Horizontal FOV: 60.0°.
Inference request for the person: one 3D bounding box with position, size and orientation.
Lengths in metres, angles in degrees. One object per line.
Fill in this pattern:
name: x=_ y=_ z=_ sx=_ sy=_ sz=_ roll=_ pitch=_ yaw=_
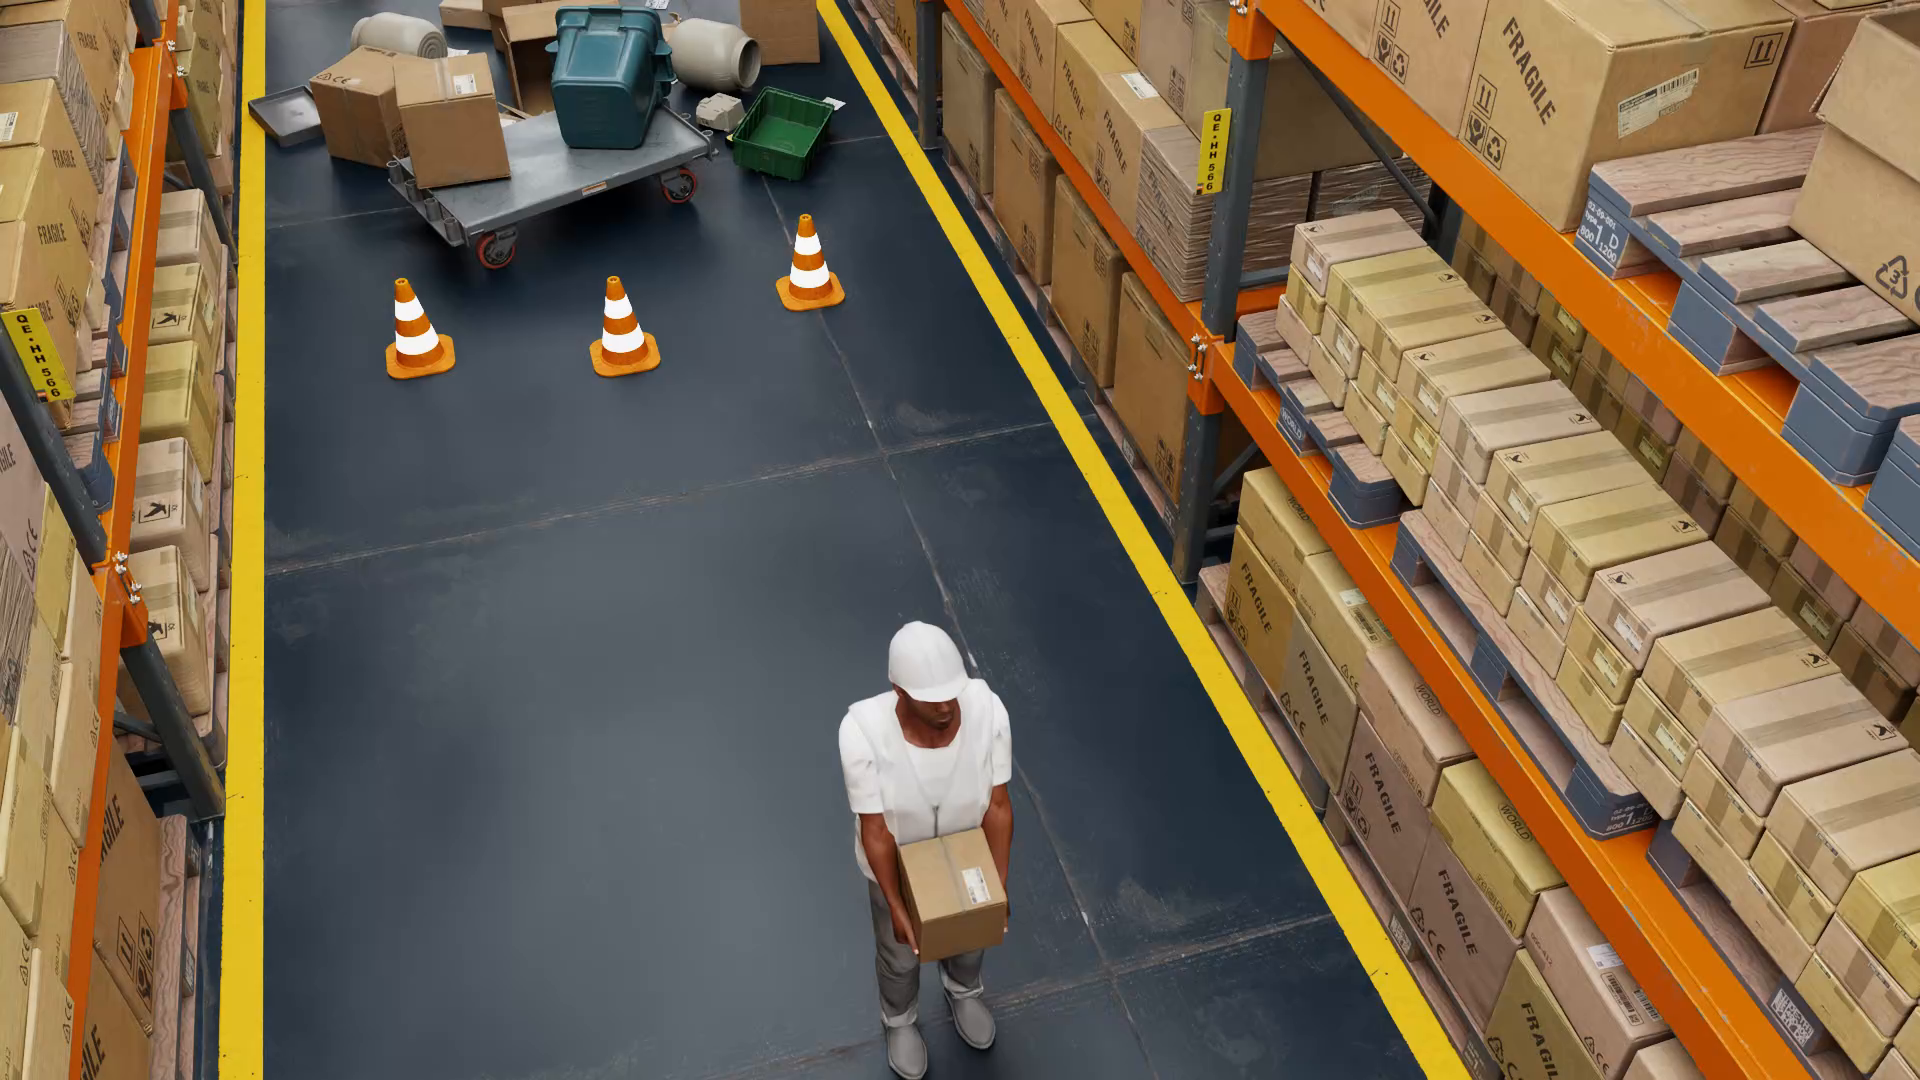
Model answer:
person: x=-0.073 y=0.972 z=5.066 sx=0.638 sy=1.761 sz=0.458 roll=-13 pitch=44 yaw=-14
